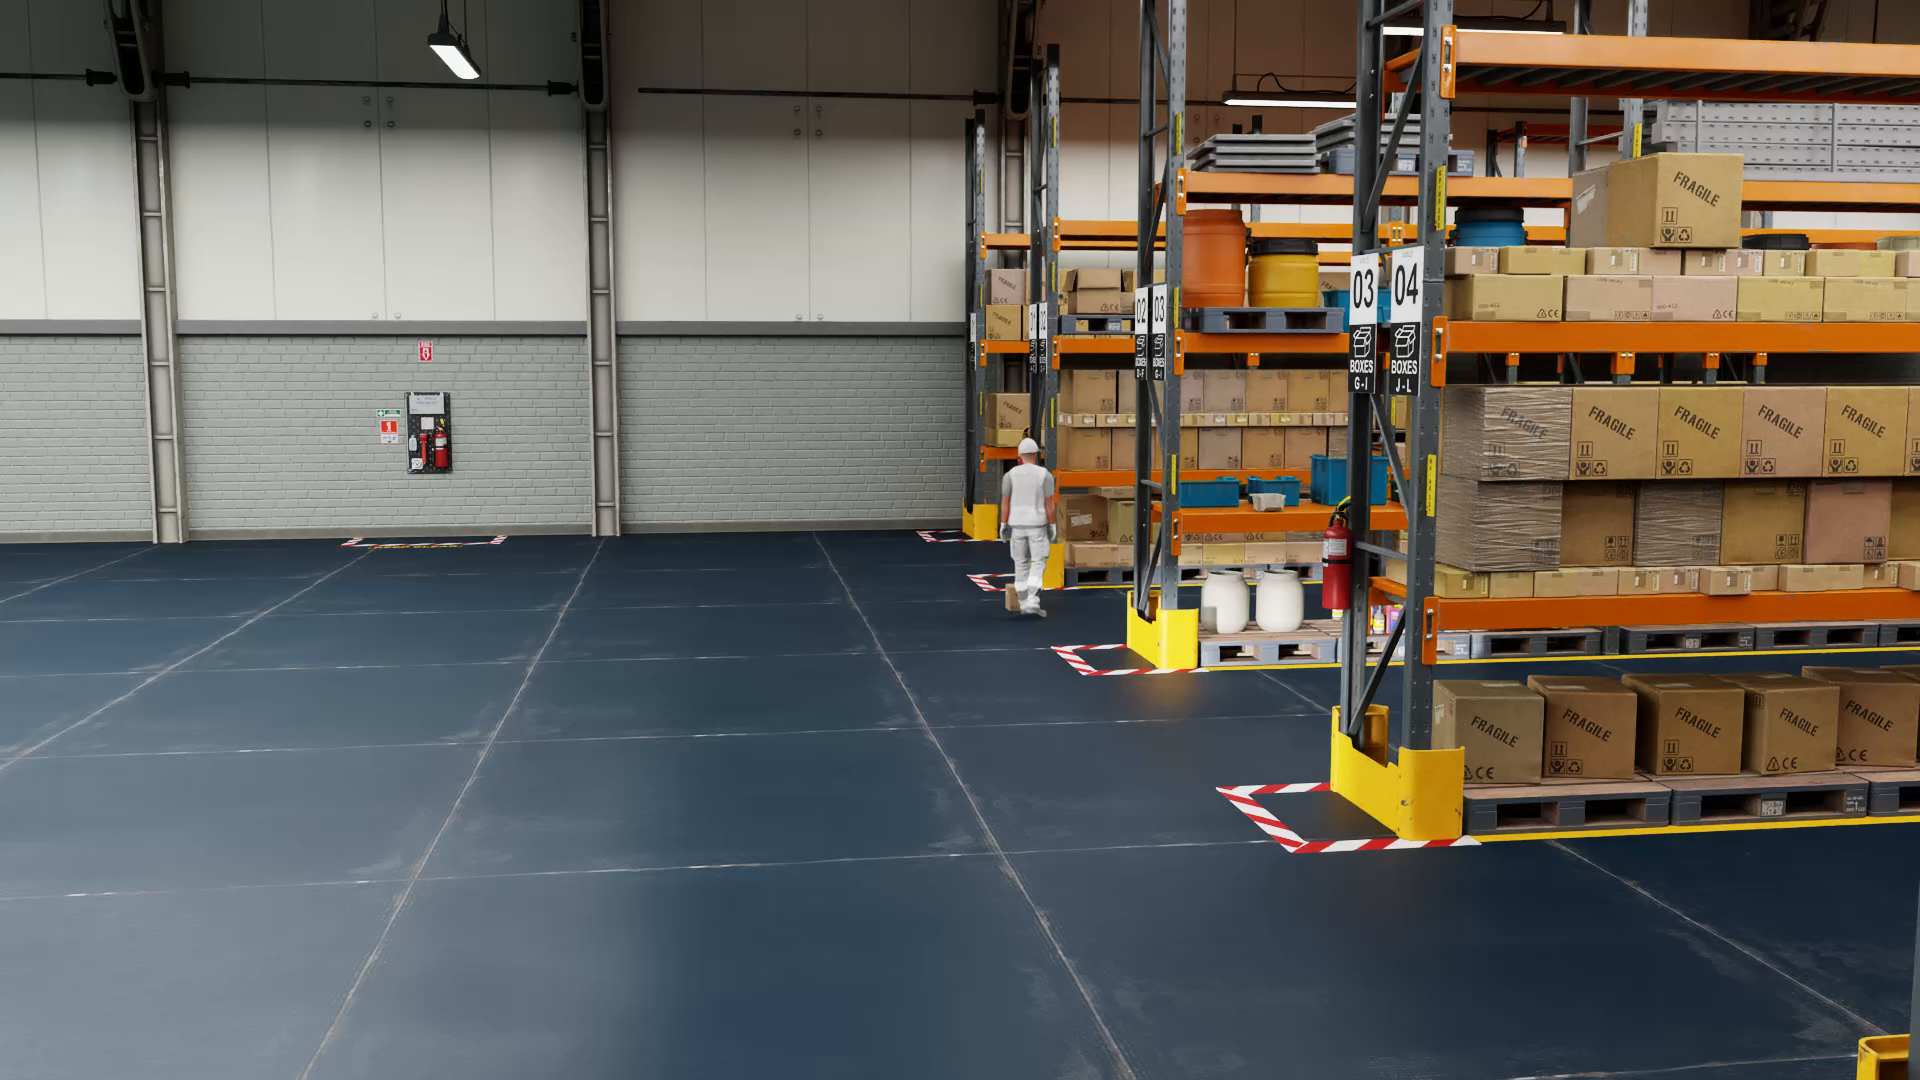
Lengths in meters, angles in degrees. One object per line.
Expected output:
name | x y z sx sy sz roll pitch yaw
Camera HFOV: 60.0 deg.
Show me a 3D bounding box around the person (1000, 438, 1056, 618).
person | 0.679 -0.123 16.631 0.564 1.796 0.668 1 6 9
